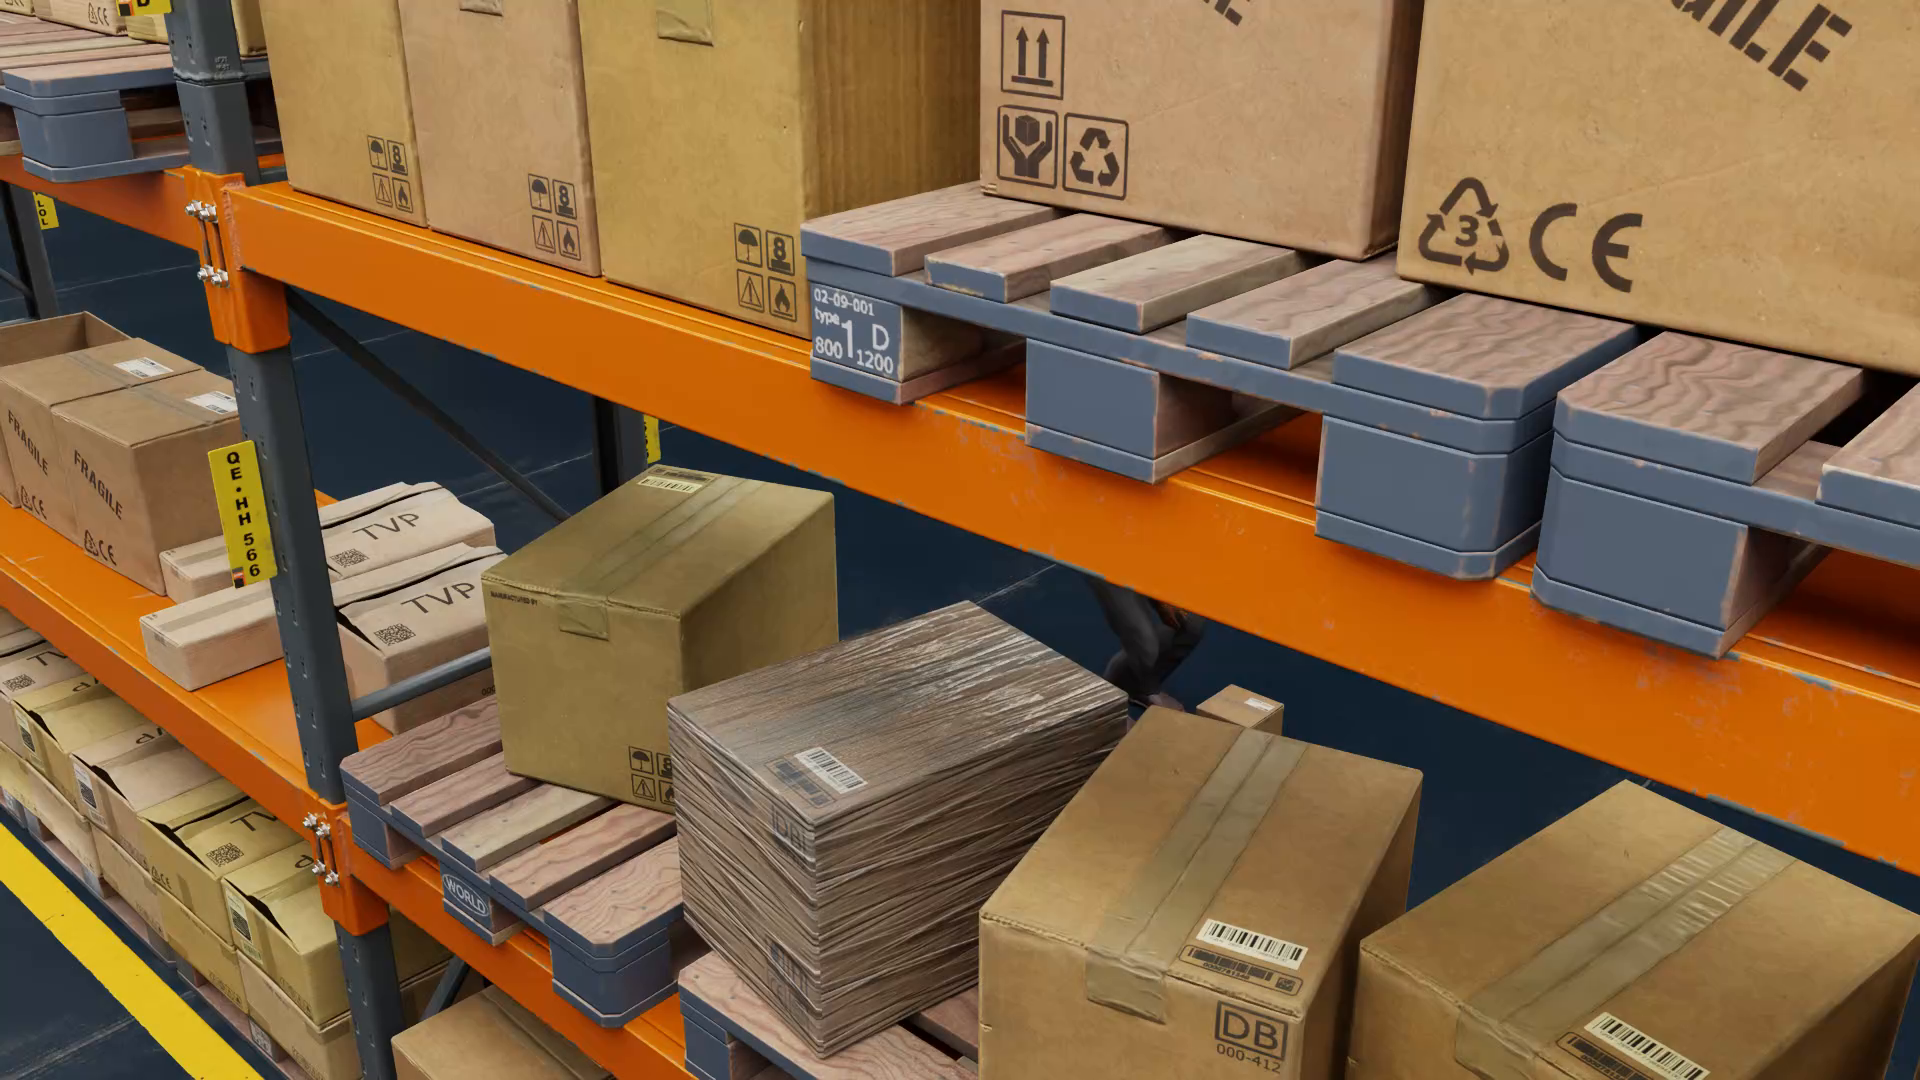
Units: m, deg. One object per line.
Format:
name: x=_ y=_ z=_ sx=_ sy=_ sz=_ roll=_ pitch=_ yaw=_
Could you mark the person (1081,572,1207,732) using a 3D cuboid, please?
person: x=0.791 y=0.105 z=6.683 sx=0.598 sy=1.416 sz=0.494 roll=20 pitch=31 yaw=38
